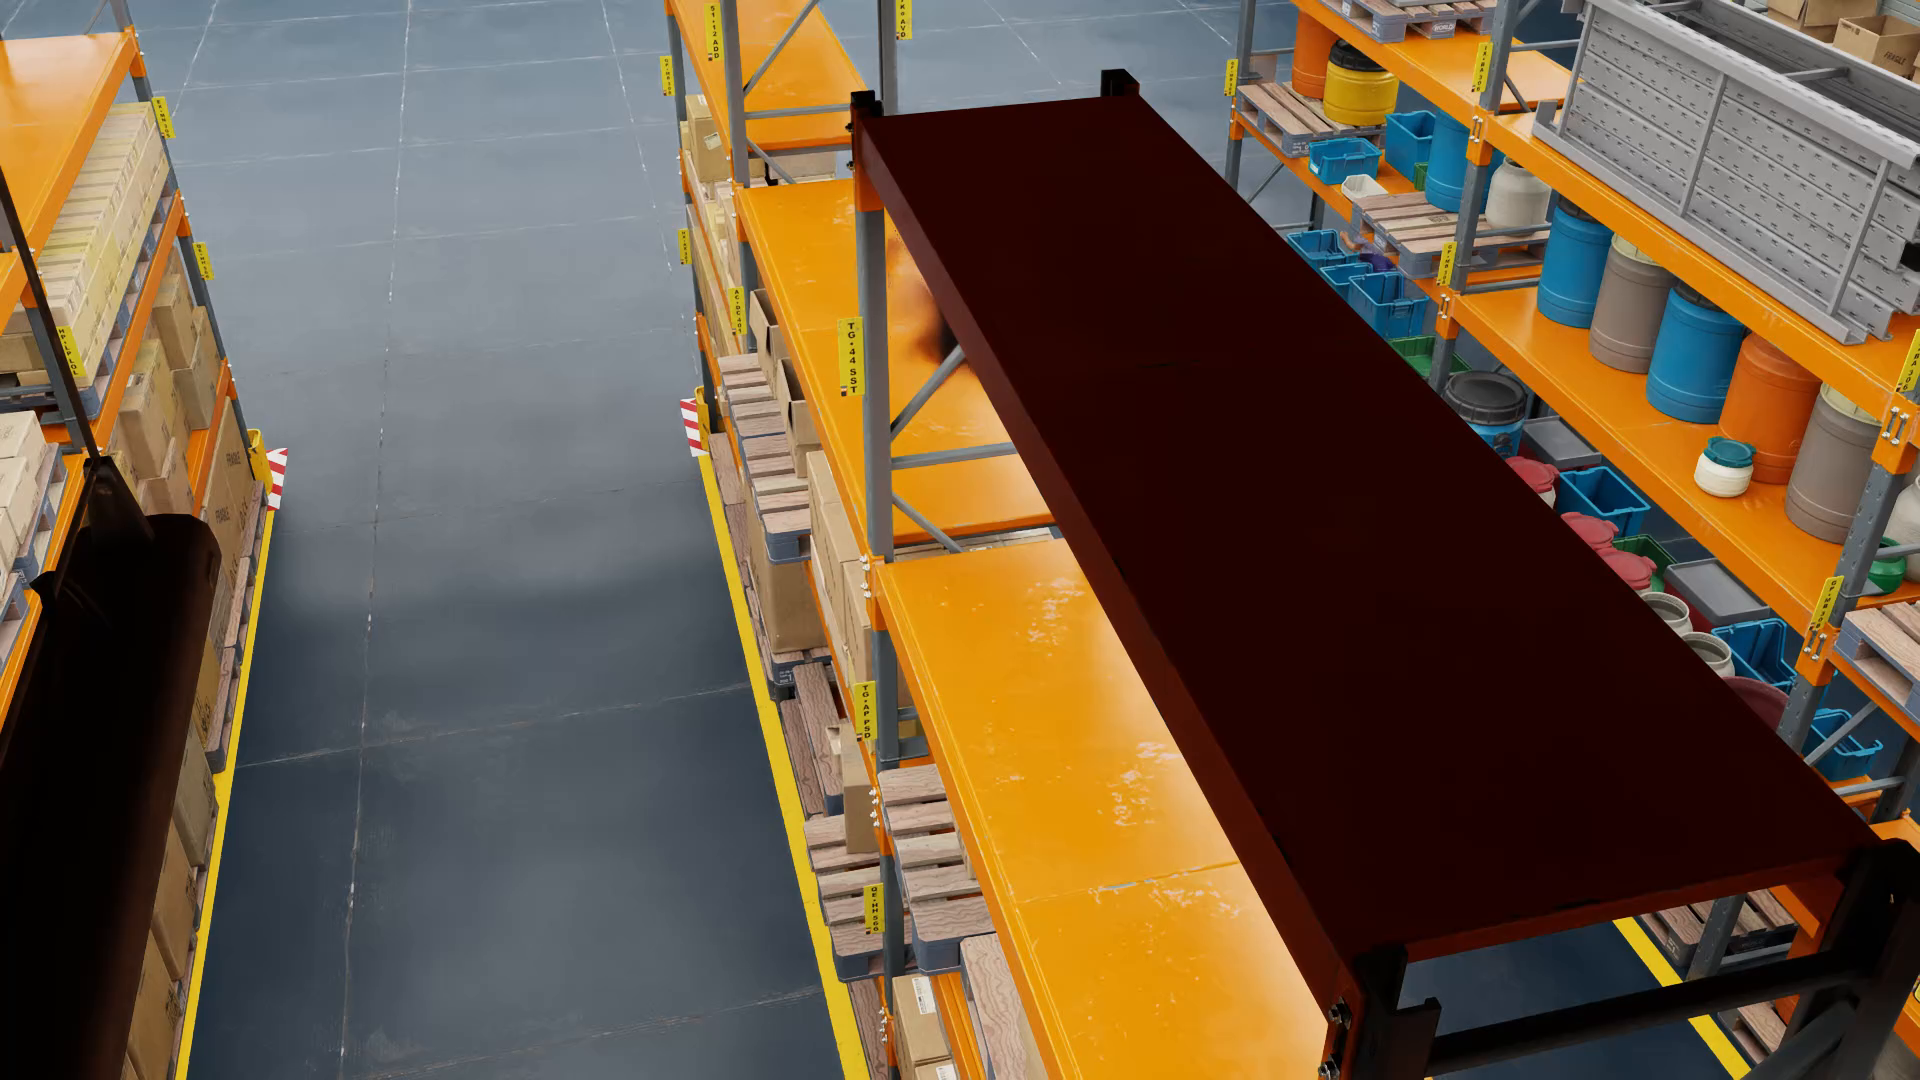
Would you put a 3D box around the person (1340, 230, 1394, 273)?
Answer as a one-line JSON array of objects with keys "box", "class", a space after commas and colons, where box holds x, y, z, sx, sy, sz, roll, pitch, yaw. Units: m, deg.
[{"box": [4.123, -2.723, 16.593, 0.881, 1.615, 0.608, 28, 43, 35], "class": "person"}]
